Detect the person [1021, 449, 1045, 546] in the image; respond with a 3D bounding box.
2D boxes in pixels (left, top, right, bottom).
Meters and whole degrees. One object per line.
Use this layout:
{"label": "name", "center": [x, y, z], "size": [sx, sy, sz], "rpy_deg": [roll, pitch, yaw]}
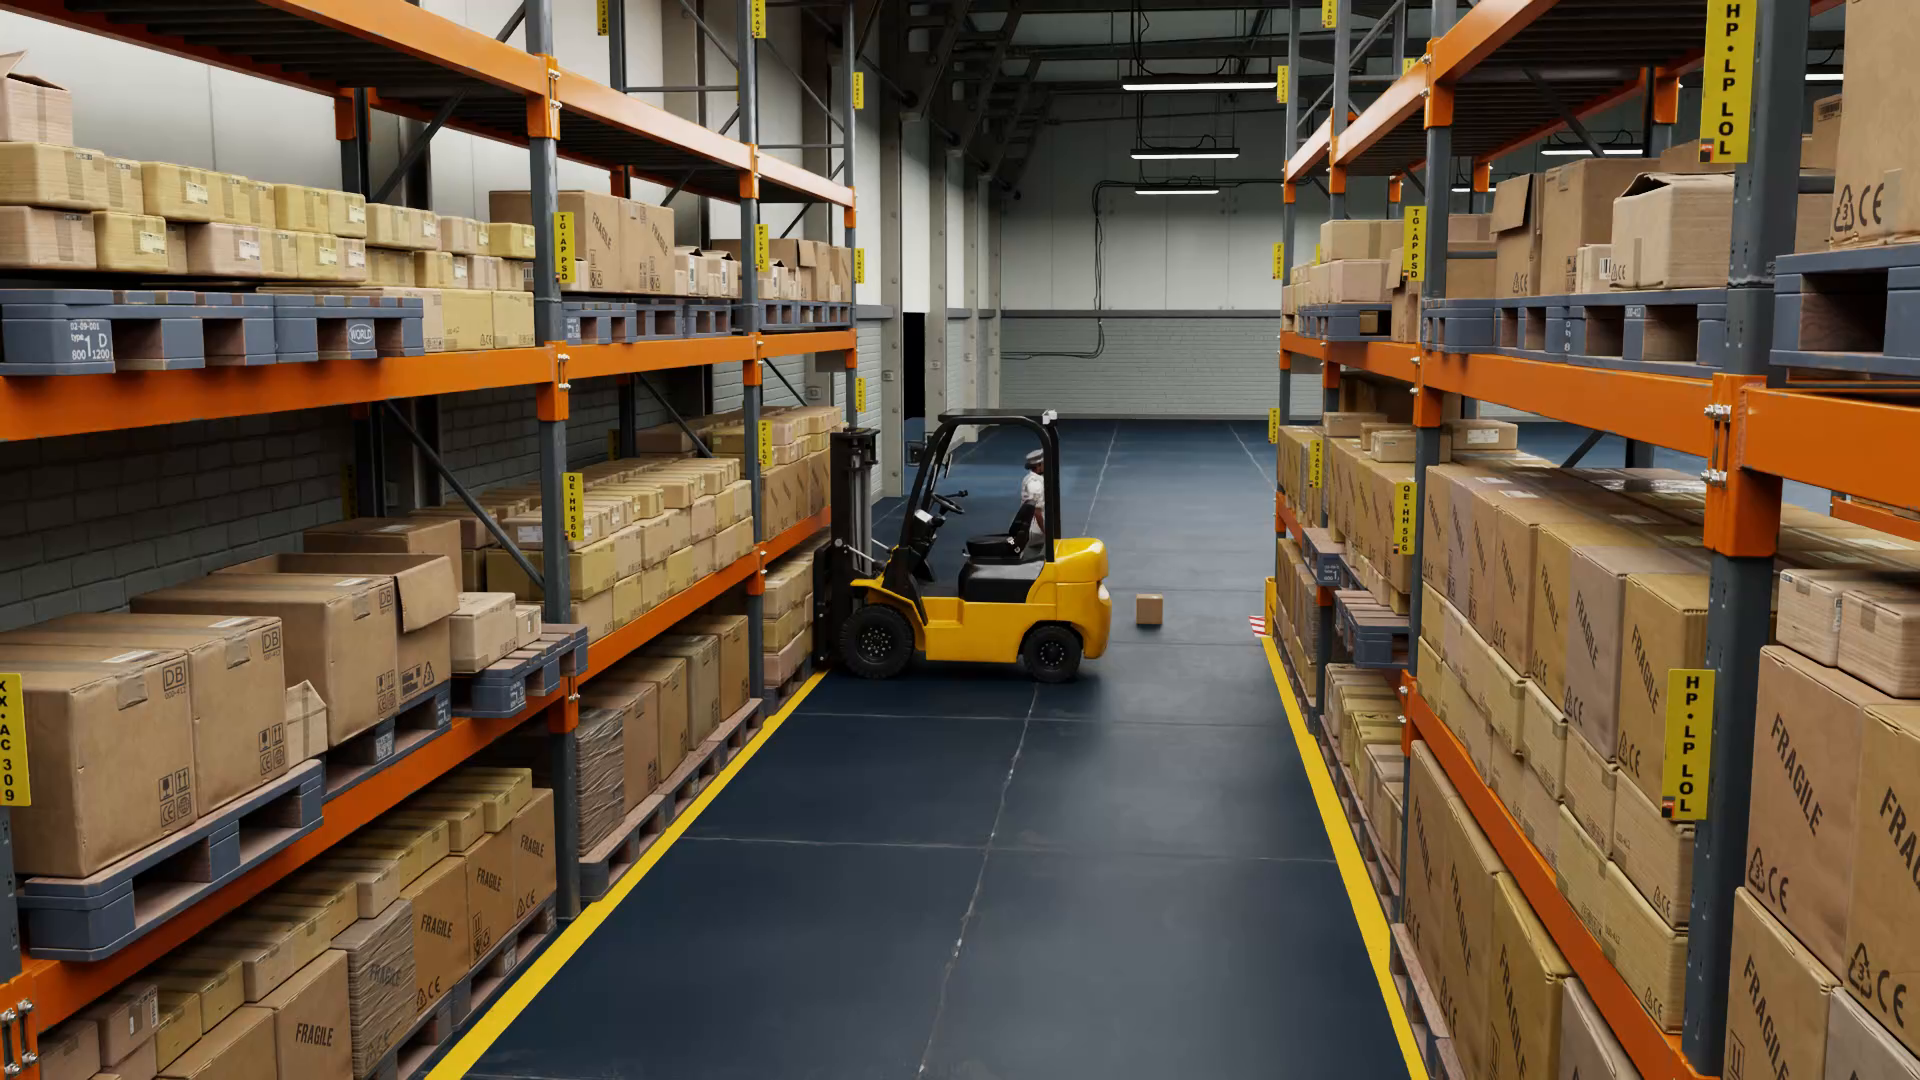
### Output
{"label": "person", "center": [0.776, -0.078, 16.191], "size": [0.893, 1.642, 0.463], "rpy_deg": [1, 8, 5]}
